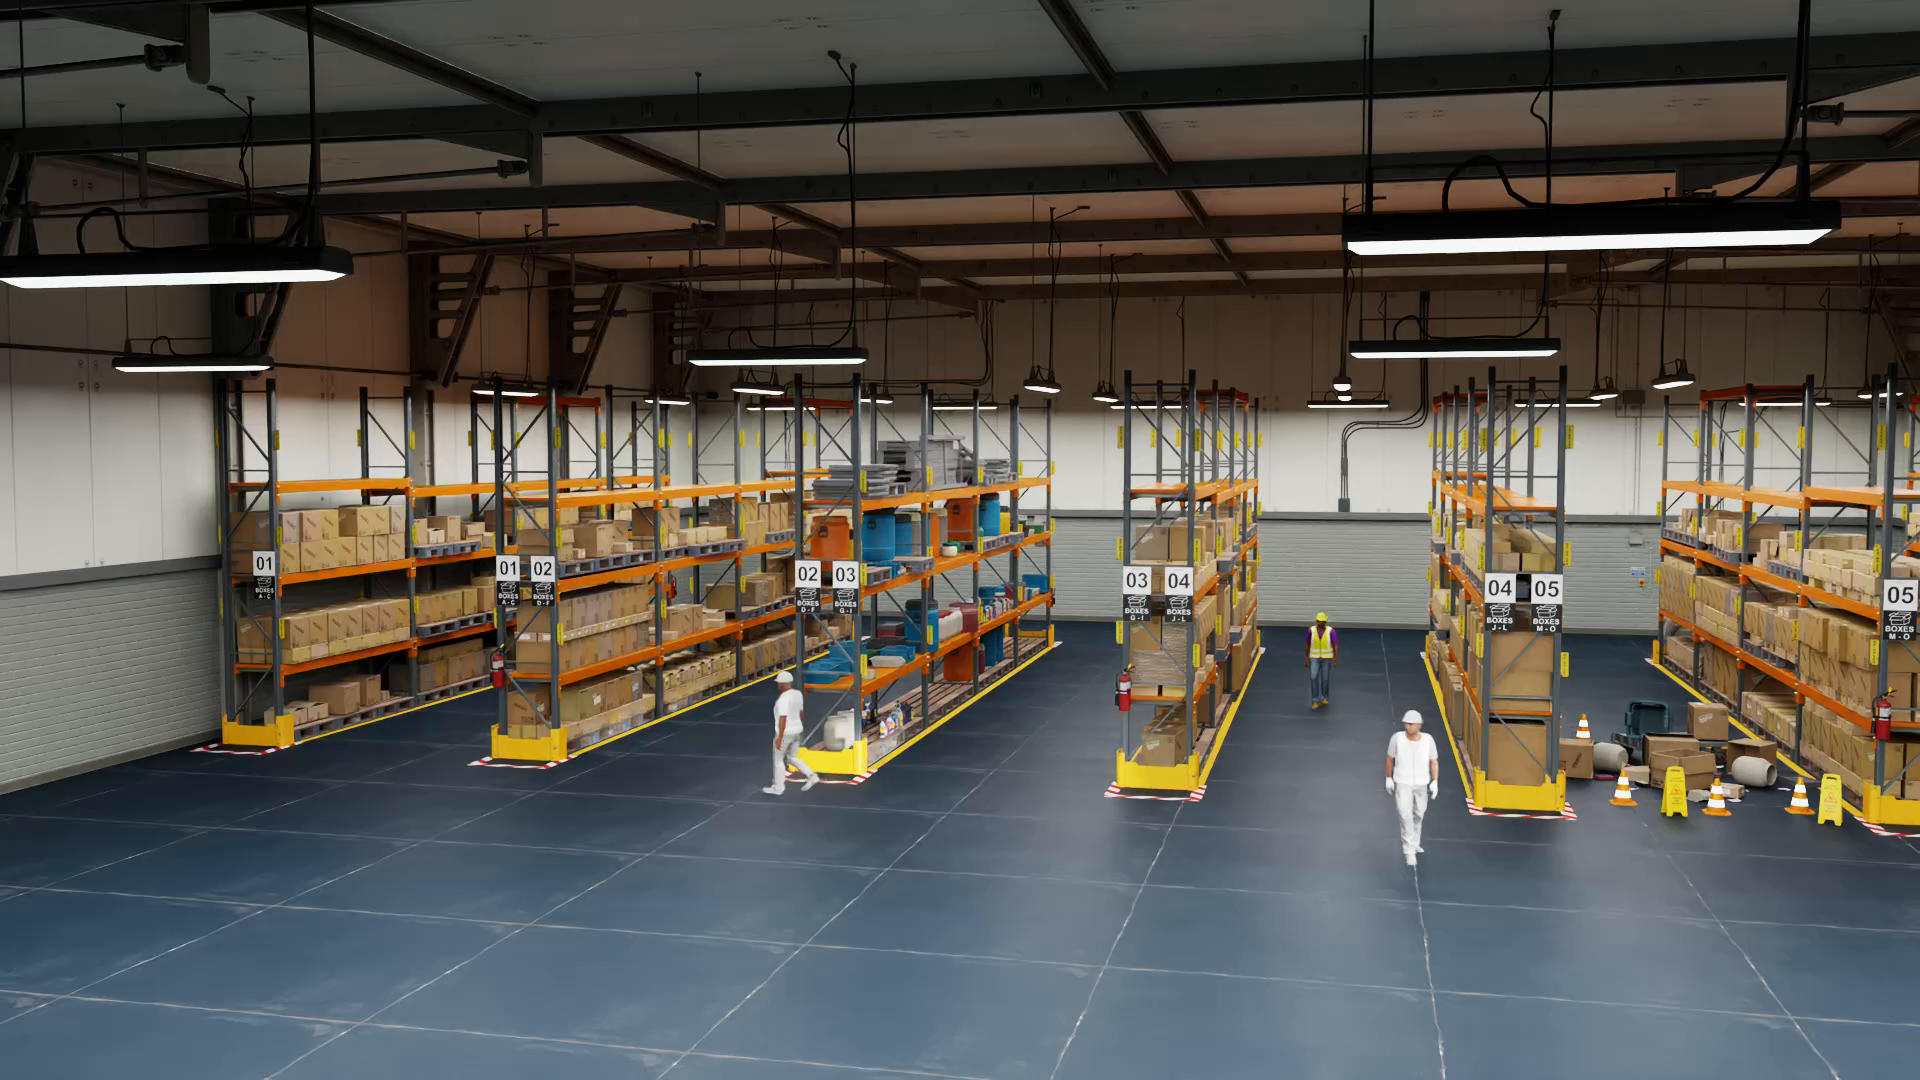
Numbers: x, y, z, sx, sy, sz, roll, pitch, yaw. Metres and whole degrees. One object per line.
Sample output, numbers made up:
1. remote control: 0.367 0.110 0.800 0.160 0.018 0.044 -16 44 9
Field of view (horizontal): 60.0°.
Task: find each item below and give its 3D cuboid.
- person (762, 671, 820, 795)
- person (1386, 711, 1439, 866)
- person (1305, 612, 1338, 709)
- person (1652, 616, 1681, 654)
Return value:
1. person: -2.387 2.725 23.467 0.809 1.751 0.653 2 4 26
2. person: 5.407 2.941 19.869 0.583 1.825 0.742 0 3 5
3. person: 6.788 2.263 31.240 0.626 1.815 0.558 1 4 16
4. person: 16.494 1.824 38.431 0.964 1.740 0.540 0 3 8
